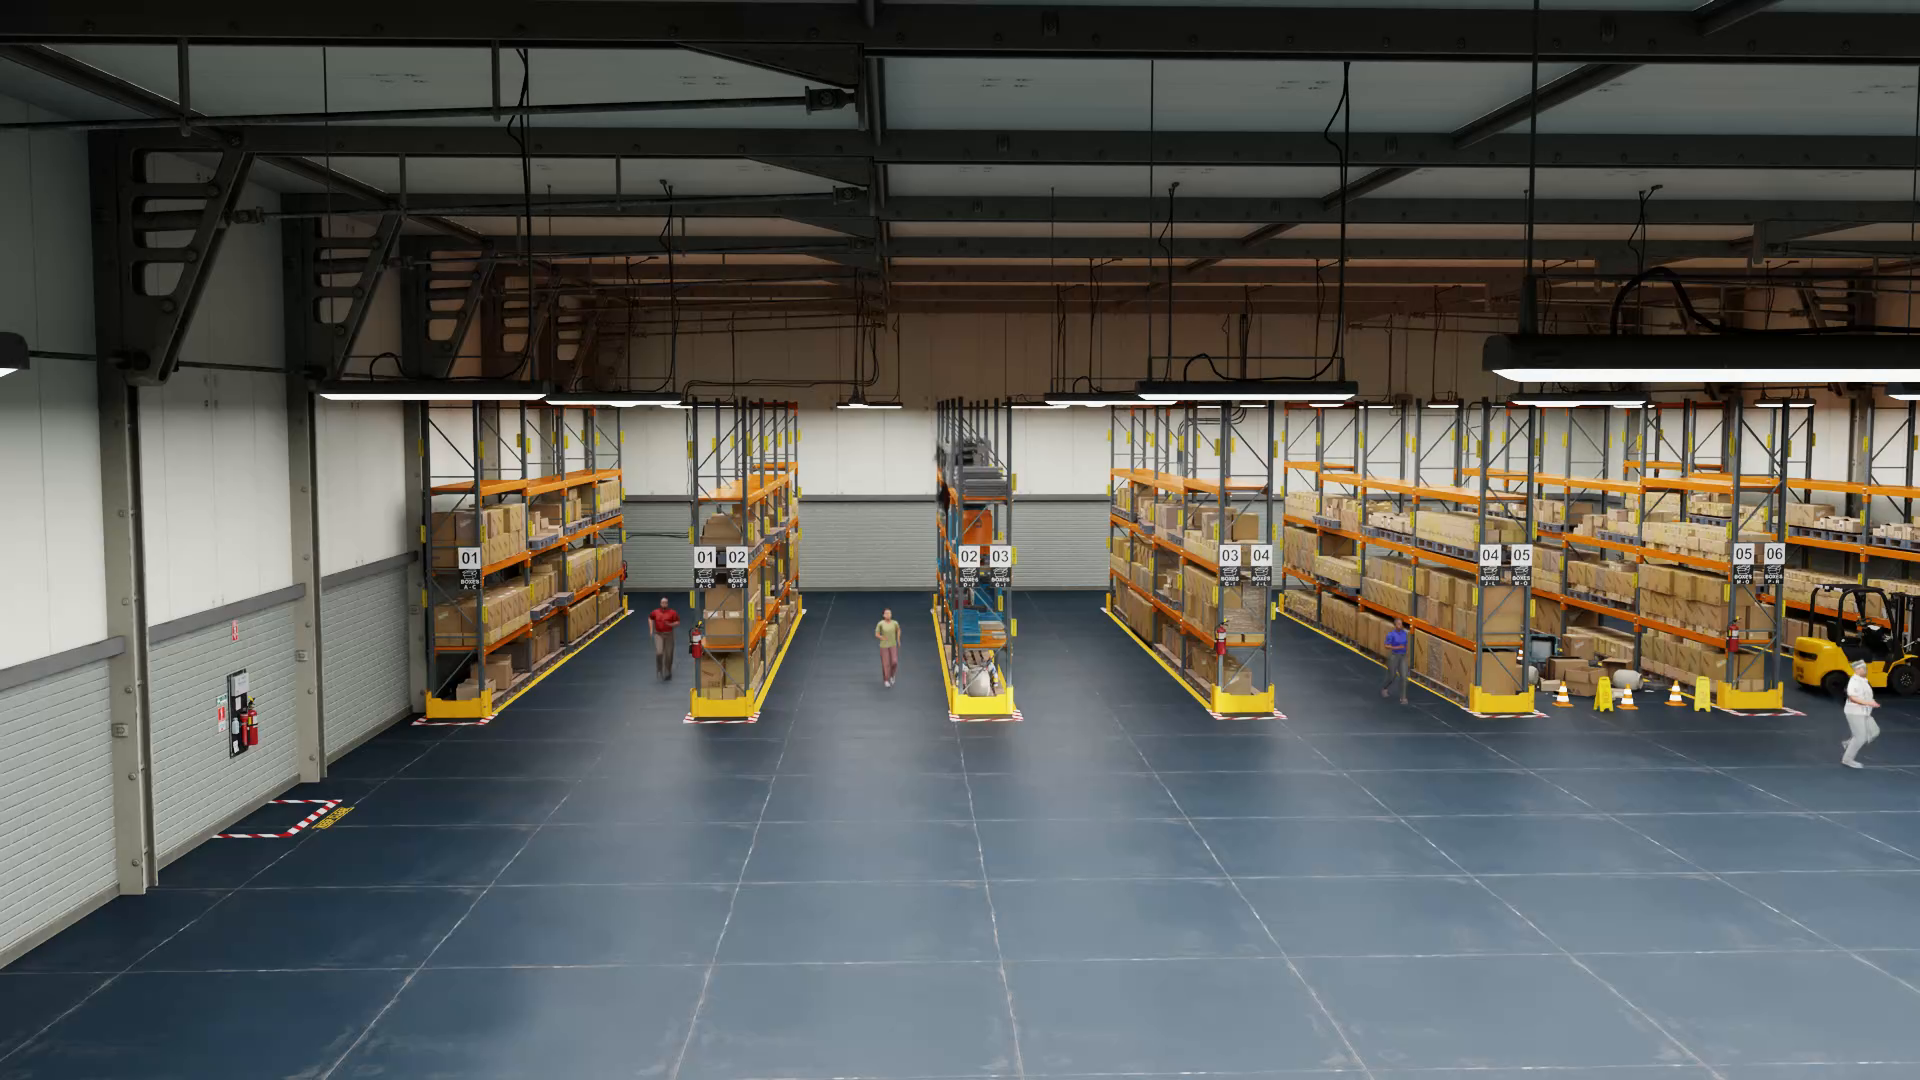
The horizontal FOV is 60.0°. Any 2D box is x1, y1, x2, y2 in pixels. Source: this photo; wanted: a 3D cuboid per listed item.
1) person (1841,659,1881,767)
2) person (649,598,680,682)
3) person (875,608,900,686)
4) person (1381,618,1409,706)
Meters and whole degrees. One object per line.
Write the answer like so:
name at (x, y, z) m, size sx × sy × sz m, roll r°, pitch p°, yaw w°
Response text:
person at (14.518, 2.781, 26.740) m, size 0.553 × 1.754 × 0.716 m, roll 4°, pitch 6°, yaw 41°
person at (-6.311, 2.126, 35.518) m, size 0.638 × 1.801 × 0.802 m, roll -1°, pitch 5°, yaw -12°
person at (-1.479, 2.232, 34.529) m, size 0.559 × 1.627 × 0.594 m, roll -1°, pitch 4°, yaw -11°
person at (8.577, 2.365, 32.681) m, size 0.609 × 1.667 × 0.863 m, roll -1°, pitch 5°, yaw -16°
